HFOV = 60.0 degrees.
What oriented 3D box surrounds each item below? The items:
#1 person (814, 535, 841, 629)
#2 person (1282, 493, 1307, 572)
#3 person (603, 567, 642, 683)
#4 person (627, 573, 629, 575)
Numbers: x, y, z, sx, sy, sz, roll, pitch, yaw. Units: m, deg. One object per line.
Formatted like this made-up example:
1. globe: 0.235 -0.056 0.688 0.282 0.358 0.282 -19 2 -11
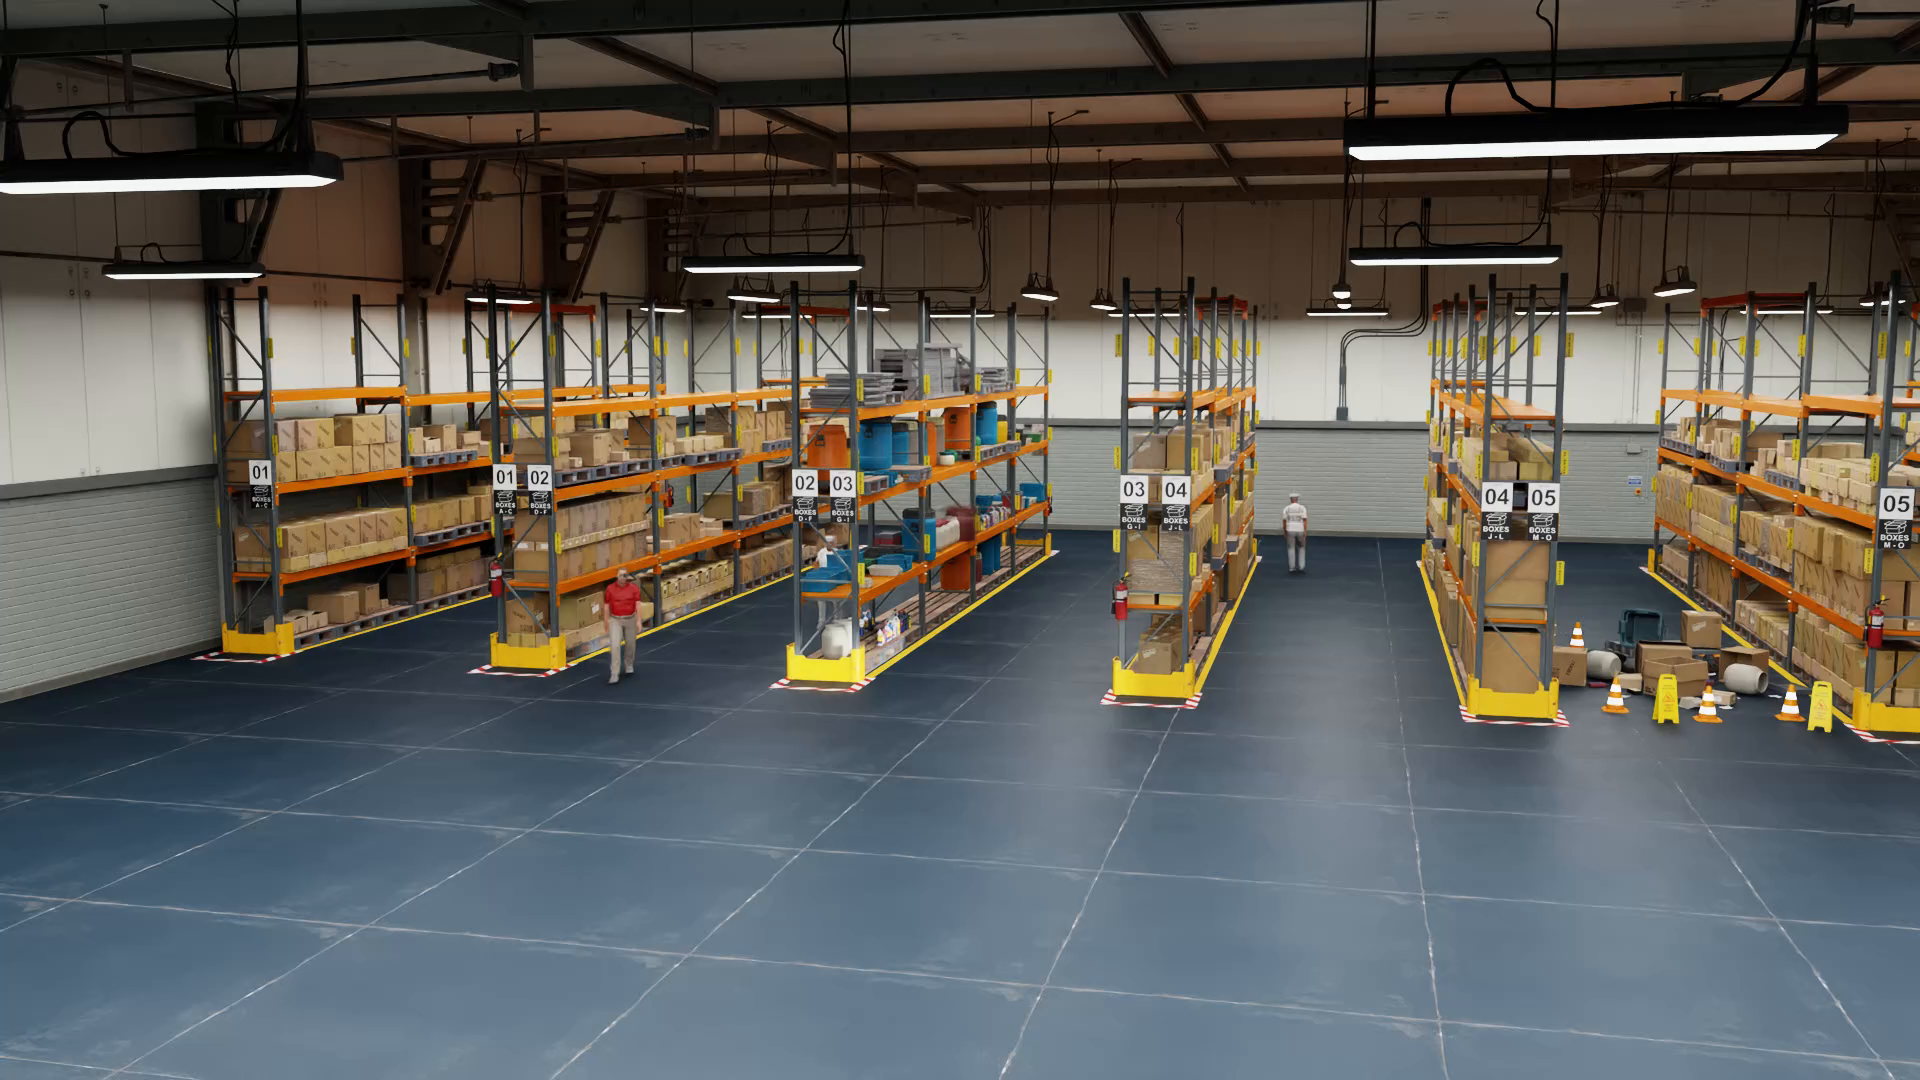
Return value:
1. person: -2.379 0.749 30.176 0.597 1.671 0.824 0 7 1
2. person: 7.540 -0.138 37.409 0.573 1.840 0.447 1 7 11
3. person: -5.121 1.255 25.288 0.562 1.692 0.934 -2 7 -18
4. person: -7.585 -0.155 37.298 0.529 1.794 0.843 0 7 4
